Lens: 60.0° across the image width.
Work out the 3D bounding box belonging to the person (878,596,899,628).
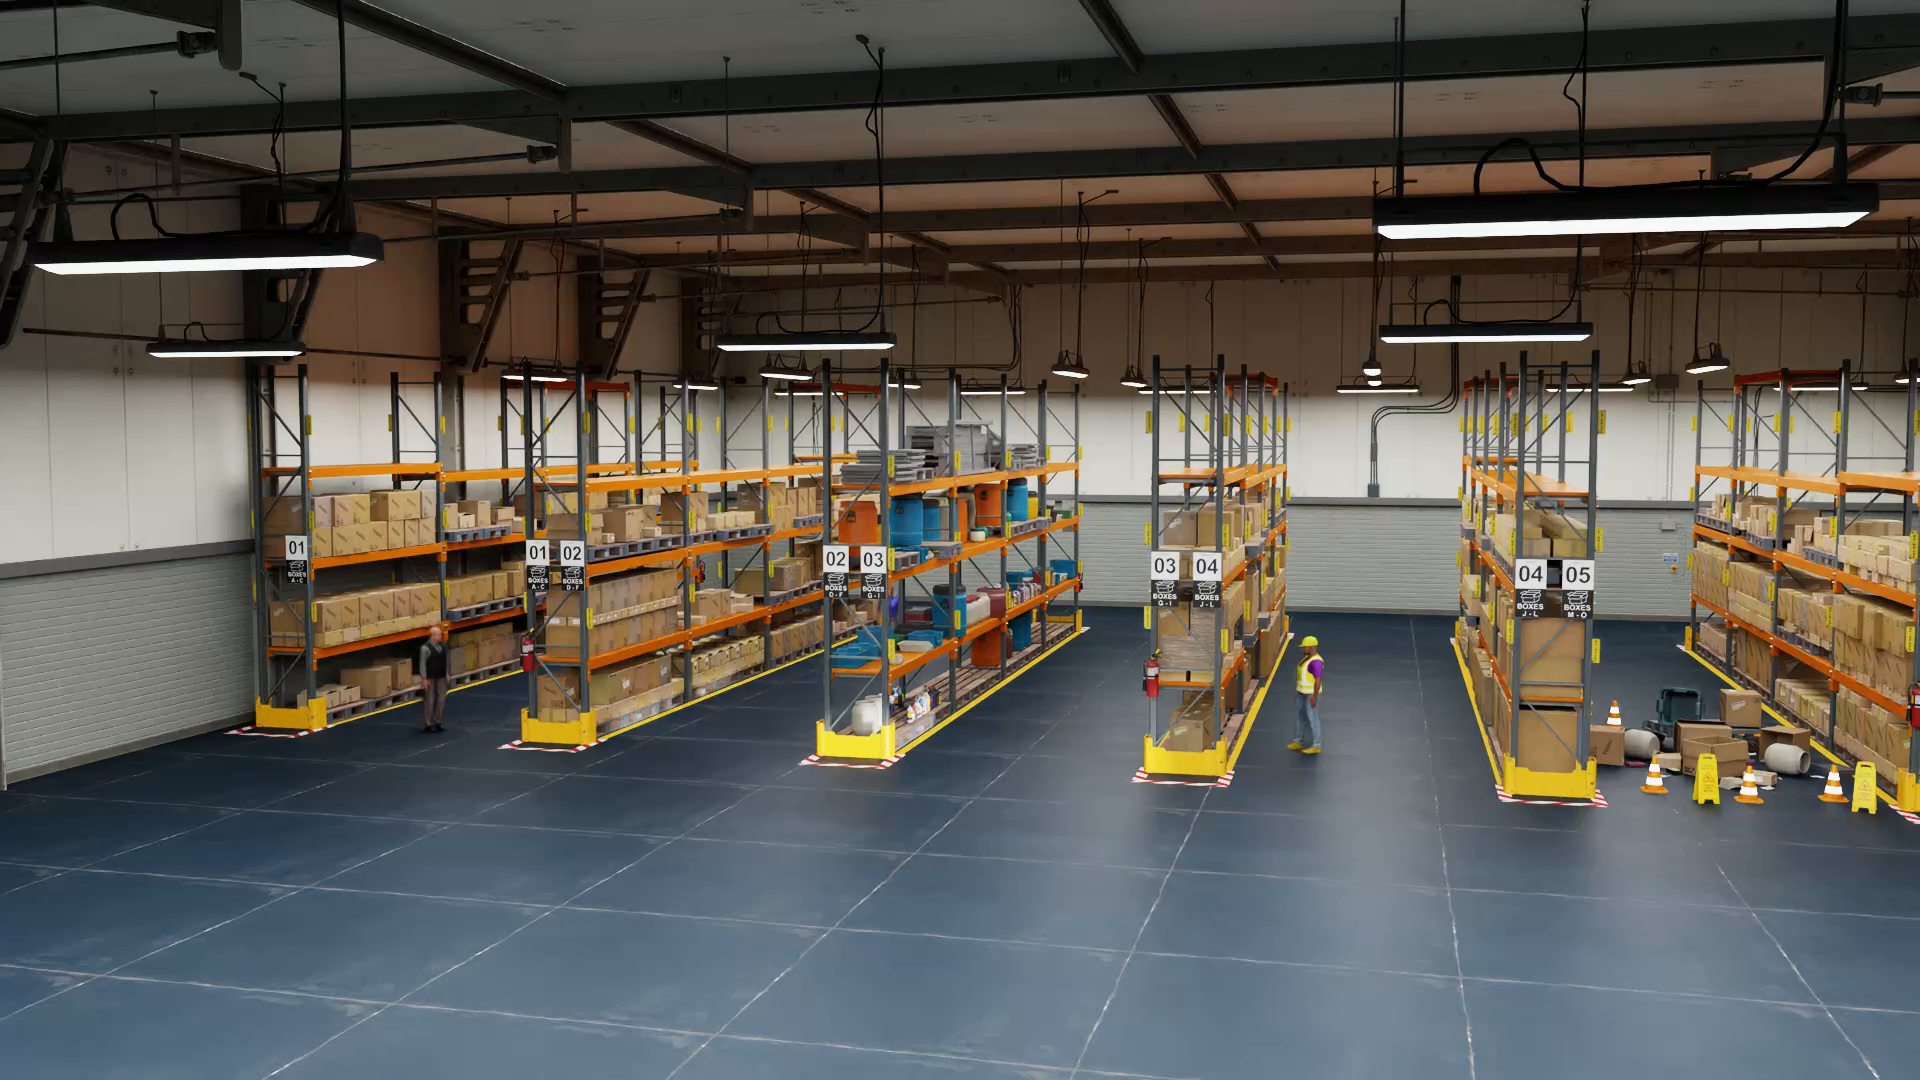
[{"bbox_3d":[-1.520,1.890,34.964,0.413,1.341,1.023,2,4,24],"label":"person"}]

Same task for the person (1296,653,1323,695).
[{"bbox_3d":[5.358,2.053,25.458,0.390,0.633,0.573,-2,4,-22],"label":"person"}]
